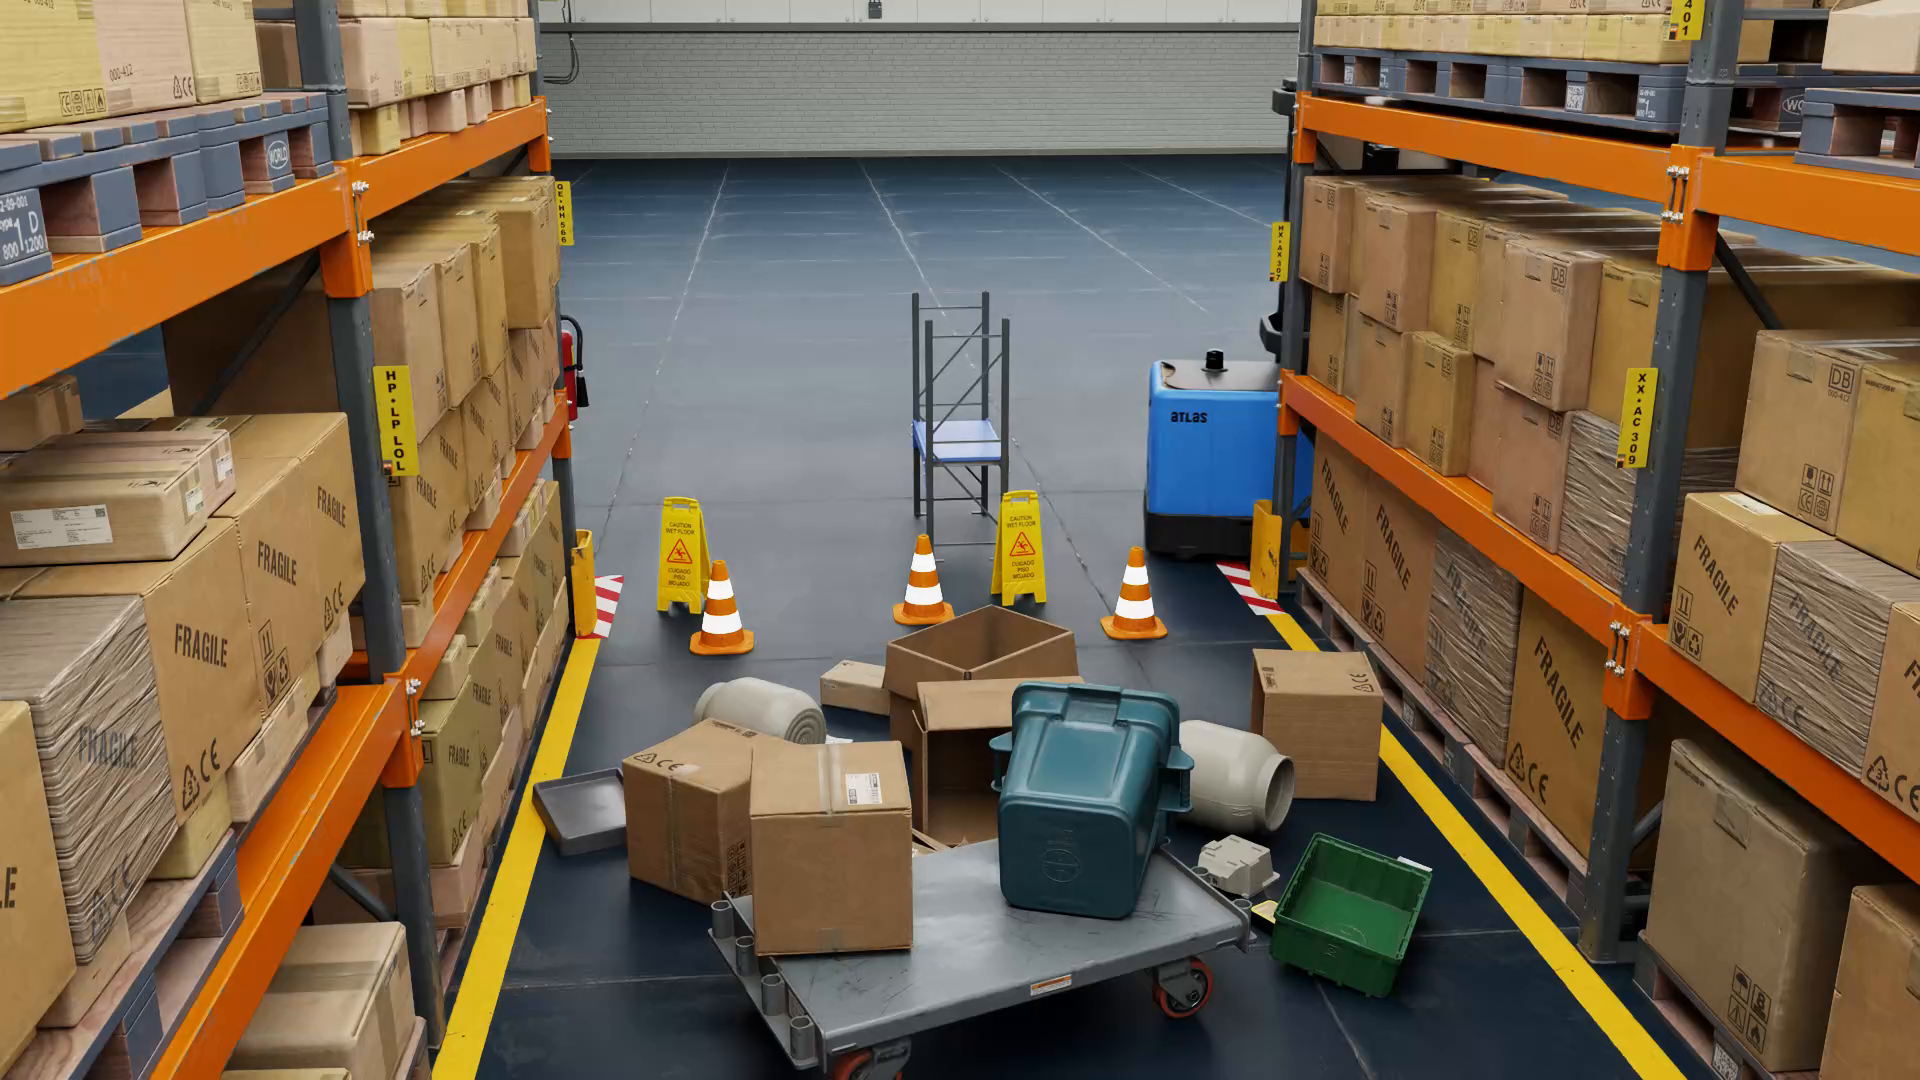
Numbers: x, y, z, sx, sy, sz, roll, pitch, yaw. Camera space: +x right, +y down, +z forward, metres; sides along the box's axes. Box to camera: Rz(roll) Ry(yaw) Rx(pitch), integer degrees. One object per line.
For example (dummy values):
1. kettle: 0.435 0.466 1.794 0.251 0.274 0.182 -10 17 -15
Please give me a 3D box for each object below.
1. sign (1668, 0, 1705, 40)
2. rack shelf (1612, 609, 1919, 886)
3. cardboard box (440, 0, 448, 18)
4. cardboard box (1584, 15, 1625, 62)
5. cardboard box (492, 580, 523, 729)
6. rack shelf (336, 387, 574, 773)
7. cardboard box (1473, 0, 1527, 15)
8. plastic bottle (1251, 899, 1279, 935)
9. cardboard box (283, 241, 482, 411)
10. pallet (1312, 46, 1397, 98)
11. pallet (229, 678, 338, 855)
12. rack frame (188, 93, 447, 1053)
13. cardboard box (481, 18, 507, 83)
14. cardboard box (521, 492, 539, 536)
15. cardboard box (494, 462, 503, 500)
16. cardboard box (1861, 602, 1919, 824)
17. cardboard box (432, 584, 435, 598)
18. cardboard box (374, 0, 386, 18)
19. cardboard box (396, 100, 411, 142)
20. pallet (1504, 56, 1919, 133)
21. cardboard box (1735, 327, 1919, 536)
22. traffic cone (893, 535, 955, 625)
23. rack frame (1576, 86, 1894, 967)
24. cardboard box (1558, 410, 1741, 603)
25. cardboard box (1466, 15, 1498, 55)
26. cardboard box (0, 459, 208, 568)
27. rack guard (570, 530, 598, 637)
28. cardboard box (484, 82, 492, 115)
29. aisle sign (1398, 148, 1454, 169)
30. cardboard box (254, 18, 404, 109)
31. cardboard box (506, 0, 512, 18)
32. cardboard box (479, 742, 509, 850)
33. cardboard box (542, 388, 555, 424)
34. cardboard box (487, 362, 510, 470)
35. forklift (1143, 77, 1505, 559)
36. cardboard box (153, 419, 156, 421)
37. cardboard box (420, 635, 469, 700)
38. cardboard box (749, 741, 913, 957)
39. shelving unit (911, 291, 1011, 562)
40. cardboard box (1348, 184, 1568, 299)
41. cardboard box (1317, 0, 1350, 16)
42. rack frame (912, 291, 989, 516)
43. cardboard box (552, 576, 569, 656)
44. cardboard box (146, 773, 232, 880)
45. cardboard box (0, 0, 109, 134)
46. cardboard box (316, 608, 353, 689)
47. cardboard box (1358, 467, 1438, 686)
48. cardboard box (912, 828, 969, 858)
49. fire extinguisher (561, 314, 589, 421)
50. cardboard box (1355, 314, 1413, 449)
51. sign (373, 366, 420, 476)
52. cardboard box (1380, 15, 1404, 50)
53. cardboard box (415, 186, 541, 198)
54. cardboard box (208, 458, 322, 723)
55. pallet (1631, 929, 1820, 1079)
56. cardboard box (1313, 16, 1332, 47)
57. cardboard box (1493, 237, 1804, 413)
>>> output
1. sign: 2.172 -1.655 4.938 0.100 0.325 0.005 -2 18 -6
2. rack shelf: 2.930 0.982 3.742 1.077 0.370 4.000 -2 18 -6
3. cardboard box: -2.140 -2.030 6.216 0.380 0.149 0.250 -1 17 -5
4. cardboard box: 2.342 -1.690 5.596 0.380 0.149 0.250 -1 17 -5
5. cardboard box: -2.101 0.482 6.771 0.500 0.500 0.500 -1 17 -3
6. rack shelf: -2.396 -0.027 6.955 1.077 0.370 4.000 -2 18 -6
7. cardboard box: 2.316 -2.145 6.380 0.500 0.250 0.500 -2 18 -6
8. plastic bottle: 1.194 1.409 6.086 0.133 0.061 0.283 -12 21 -34
9. cardboard box: -2.050 -0.731 5.666 0.700 0.500 0.500 -2 18 -5
10. pallet: 2.398 -2.317 8.189 1.003 0.211 1.213 -2 18 -6
11. pallet: -2.256 0.550 4.238 1.003 0.211 1.213 -2 18 -6
12. rack frame: -2.190 0.226 4.949 1.000 3.000 0.127 -2 18 -6
13. cardboard box: -2.173 -2.019 6.845 0.500 0.250 0.500 -1 17 -4
14. cardboard box: -2.133 -0.109 7.570 0.380 0.149 0.250 -1 17 -5
15. cardboard box: -2.080 -0.213 6.769 0.380 0.149 0.250 -2 18 -6
16. cardboard box: 2.612 0.460 4.038 0.500 0.500 0.500 -2 18 -6
17. cardboard box: -1.981 0.168 5.552 0.380 0.149 0.250 -1 17 -4
18. cardboard box: -1.953 -1.646 4.993 0.380 0.149 0.250 -1 17 -4
19. cardboard box: -2.071 -1.412 5.577 0.380 0.149 0.250 -1 17 -4
20. pallet: 2.650 -1.590 5.874 1.003 0.211 1.213 -2 18 -6
21. cardboard box: 2.781 -0.334 4.897 0.700 0.500 0.500 -2 18 -7
22. traffic cone: -0.206 0.197 9.276 0.336 0.463 0.334 -2 18 -6
23. rack frame: 2.724 0.043 5.532 1.000 3.000 0.127 -2 18 -6
24. cardboard box: 2.674 -0.138 5.859 0.875 0.550 0.550 -2 18 -6
25. cardboard box: 2.235 -1.994 6.566 0.380 0.149 0.250 -2 18 -6
26. cardboard box: -1.782 -0.057 3.403 0.380 0.149 0.250 -3 18 -8
27. rack guard: -2.594 0.250 9.048 1.175 0.500 0.348 -2 18 -6
28. cardboard box: -2.203 -1.876 7.055 0.380 0.149 0.250 -2 18 -6
29. aisle sign: 2.602 -2.419 9.036 0.394 0.787 0.004 -2 18 -6
30. cardboard box: -1.963 -1.415 4.922 0.500 0.250 0.500 -2 18 -7
31. cardboard box: -2.285 -2.488 7.674 0.380 0.149 0.250 -1 17 -5
32. cardboard box: -2.048 0.995 6.390 0.500 0.250 0.500 -1 17 -3
33. cardboard box: -2.214 -0.669 8.220 0.380 0.149 0.250 -2 18 -6
34. cardboard box: -2.144 -0.552 6.764 0.500 0.500 0.500 -2 17 -5
35. forklift: 2.696 -1.373 10.158 3.031 2.935 1.130 2 17 5
36. cardboard box: -2.483 -0.088 5.287 0.500 0.500 0.500 -2 18 -7
37. cardboard box: -1.935 0.447 5.800 0.380 0.149 0.250 -2 17 -5
38. cardboard box: -0.422 0.993 5.414 0.500 0.500 0.500 -2 18 -6
39. shelving unit: -0.009 -0.741 10.533 0.538 1.500 1.048 -2 18 -6
40. cardboard box: 2.459 -1.463 8.275 0.875 0.550 0.550 -2 18 -6
41. cardboard box: 2.105 -2.747 8.296 0.500 0.250 0.500 -2 18 -6
42. rack frame: -0.061 -0.892 11.016 0.500 1.500 0.032 -2 18 -6
43. cardboard box: -2.249 0.385 8.331 0.500 0.250 0.500 -2 18 -6
44. cardboard box: -1.771 0.595 3.493 0.380 0.149 0.250 -2 18 -6
45. cardboard box: -1.887 -0.861 2.955 0.500 0.250 0.500 -2 17 -5
46. cardboard box: -1.862 0.290 4.463 0.380 0.149 0.250 -2 17 -5
47. cardboard box: 2.539 0.127 8.112 0.875 0.875 0.875 -2 18 -7
48. cardboard box: -0.139 1.221 6.343 0.396 0.266 0.258 16 24 42
49. fire extinguisher: -2.156 -0.977 8.911 0.296 0.674 0.183 -2 18 -6
50. cardboard box: 2.406 -0.777 7.895 0.875 0.550 0.550 -2 18 -6
51. sign: -1.638 -0.345 4.834 0.100 0.325 0.005 -2 18 -6
52. cardboard box: 2.132 -2.295 7.524 0.380 0.149 0.250 -2 18 -5
53. cardboard box: -2.288 -1.336 7.592 0.700 0.500 0.500 -2 18 -5
54. cardboard box: -1.861 0.114 3.941 0.500 0.500 0.500 -2 18 -5
55. pallet: 2.878 1.601 5.225 1.003 0.211 1.213 -2 18 -6
56. cardboard box: 2.027 -2.596 8.482 0.380 0.149 0.250 -2 18 -5
57. cardboard box: 2.547 -0.815 6.212 0.875 0.550 0.550 -2 18 -6
